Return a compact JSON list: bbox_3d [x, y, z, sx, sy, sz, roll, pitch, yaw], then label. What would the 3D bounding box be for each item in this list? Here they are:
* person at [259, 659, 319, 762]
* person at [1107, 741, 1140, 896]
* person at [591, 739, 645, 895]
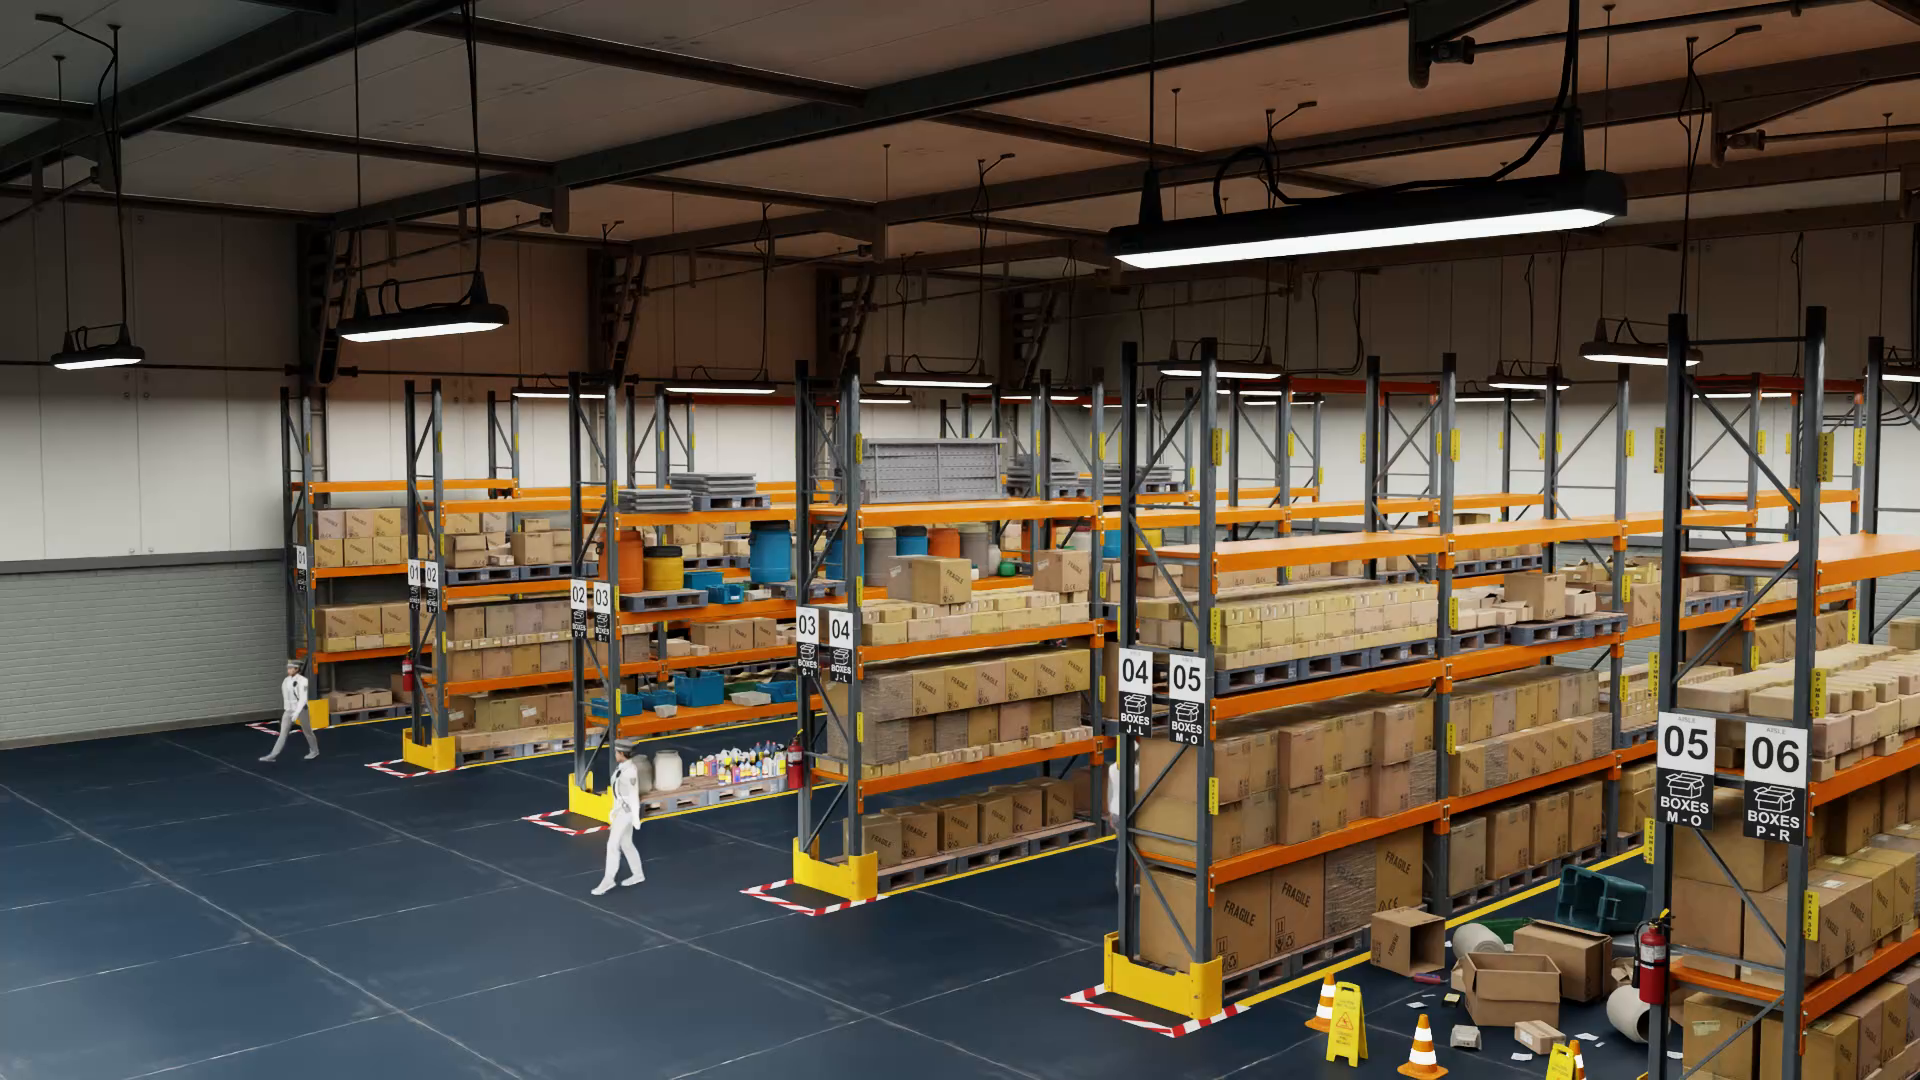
[{"bbox_3d":[-10.437,2.667,25.959,0.522,1.624,1.017,1,4,14],"label":"person"},{"bbox_3d":[1.879,3.091,18.646,0.469,1.772,0.568,-3,4,-35],"label":"person"},{"bbox_3d":[-3.910,3.122,18.946,0.622,1.671,0.590,-1,4,-16],"label":"person"}]
